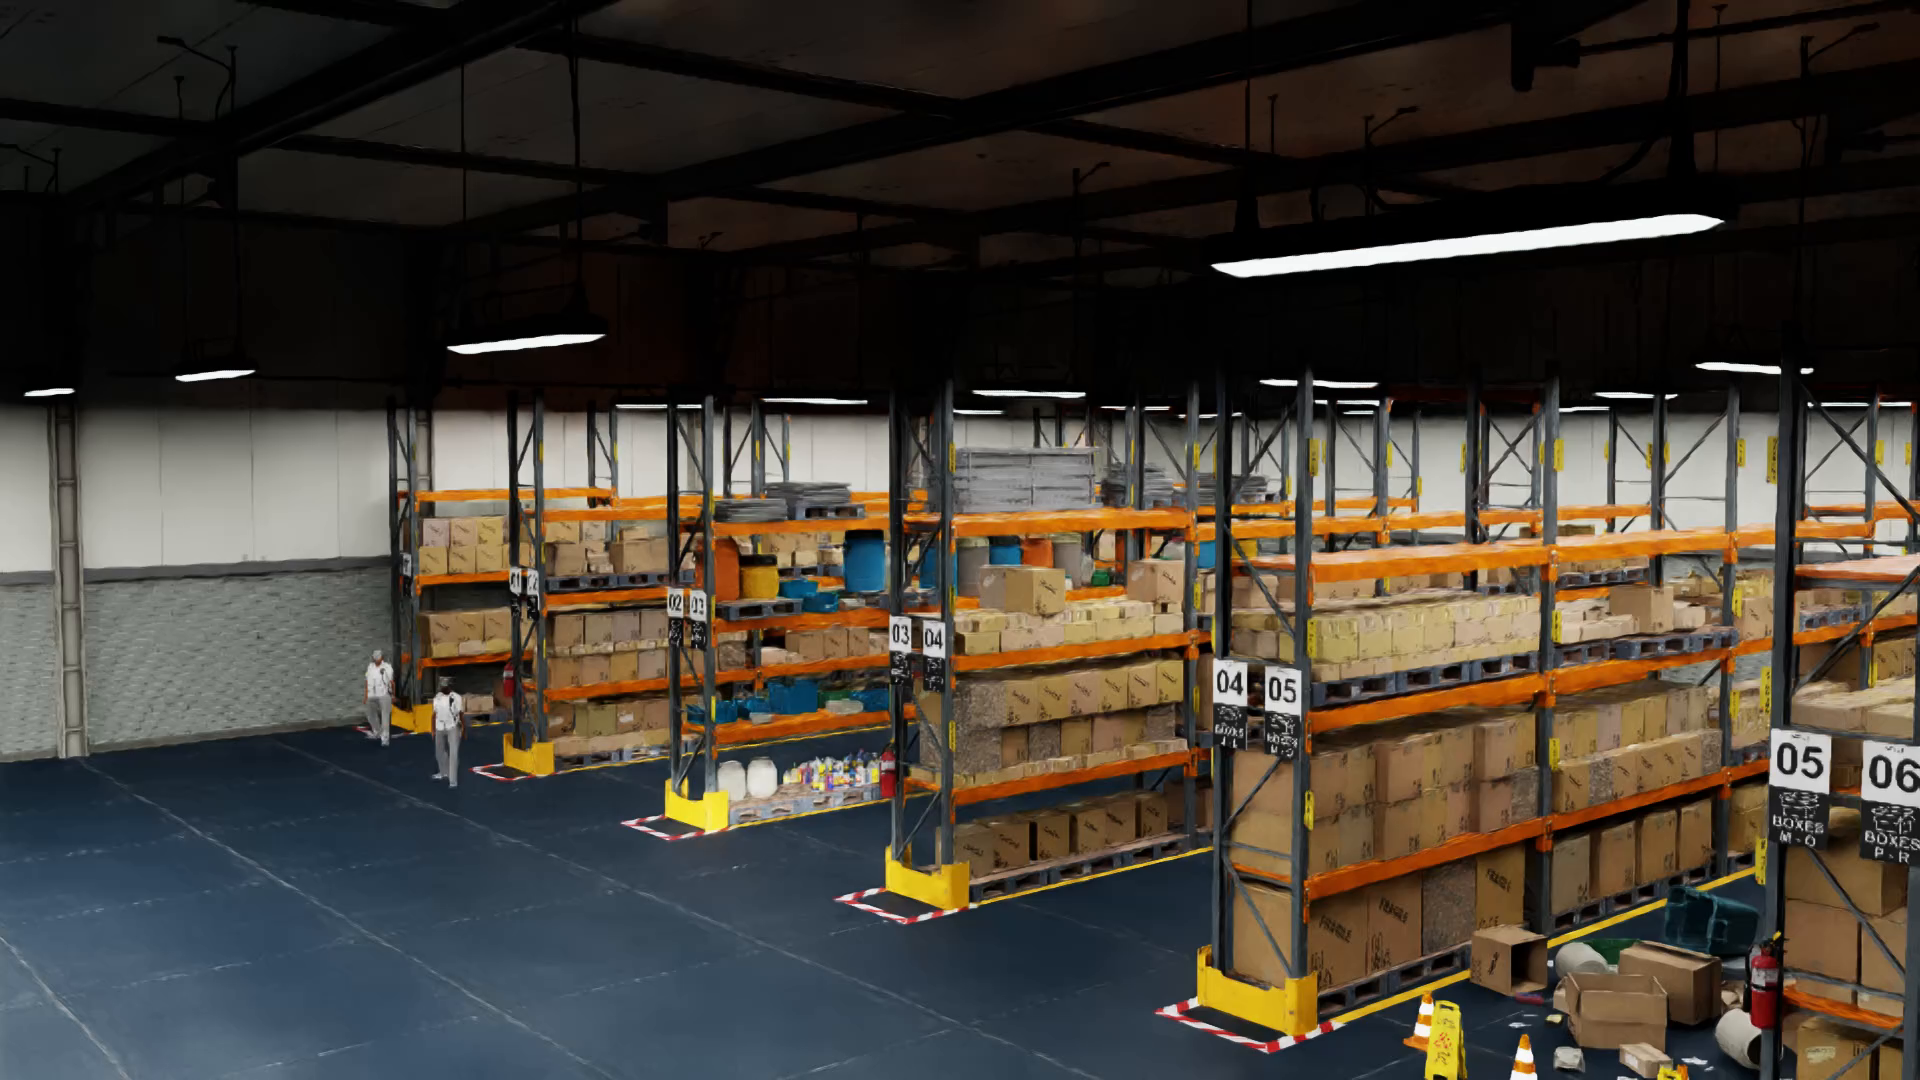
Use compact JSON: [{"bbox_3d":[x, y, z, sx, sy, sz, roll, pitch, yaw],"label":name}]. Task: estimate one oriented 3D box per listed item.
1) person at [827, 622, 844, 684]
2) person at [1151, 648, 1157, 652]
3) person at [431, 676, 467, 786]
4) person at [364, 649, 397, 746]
[{"bbox_3d":[-2.420,2.423,33.163,0.460,1.590,0.573,1,4,23],"label":"person"},{"bbox_3d":[4.159,2.295,33.796,0.558,1.762,0.761,3,5,42],"label":"person"},{"bbox_3d":[-7.807,2.866,25.240,0.636,1.655,0.609,1,3,9],"label":"person"},{"bbox_3d":[-10.023,2.673,28.622,0.672,1.648,0.608,1,3,10],"label":"person"}]
